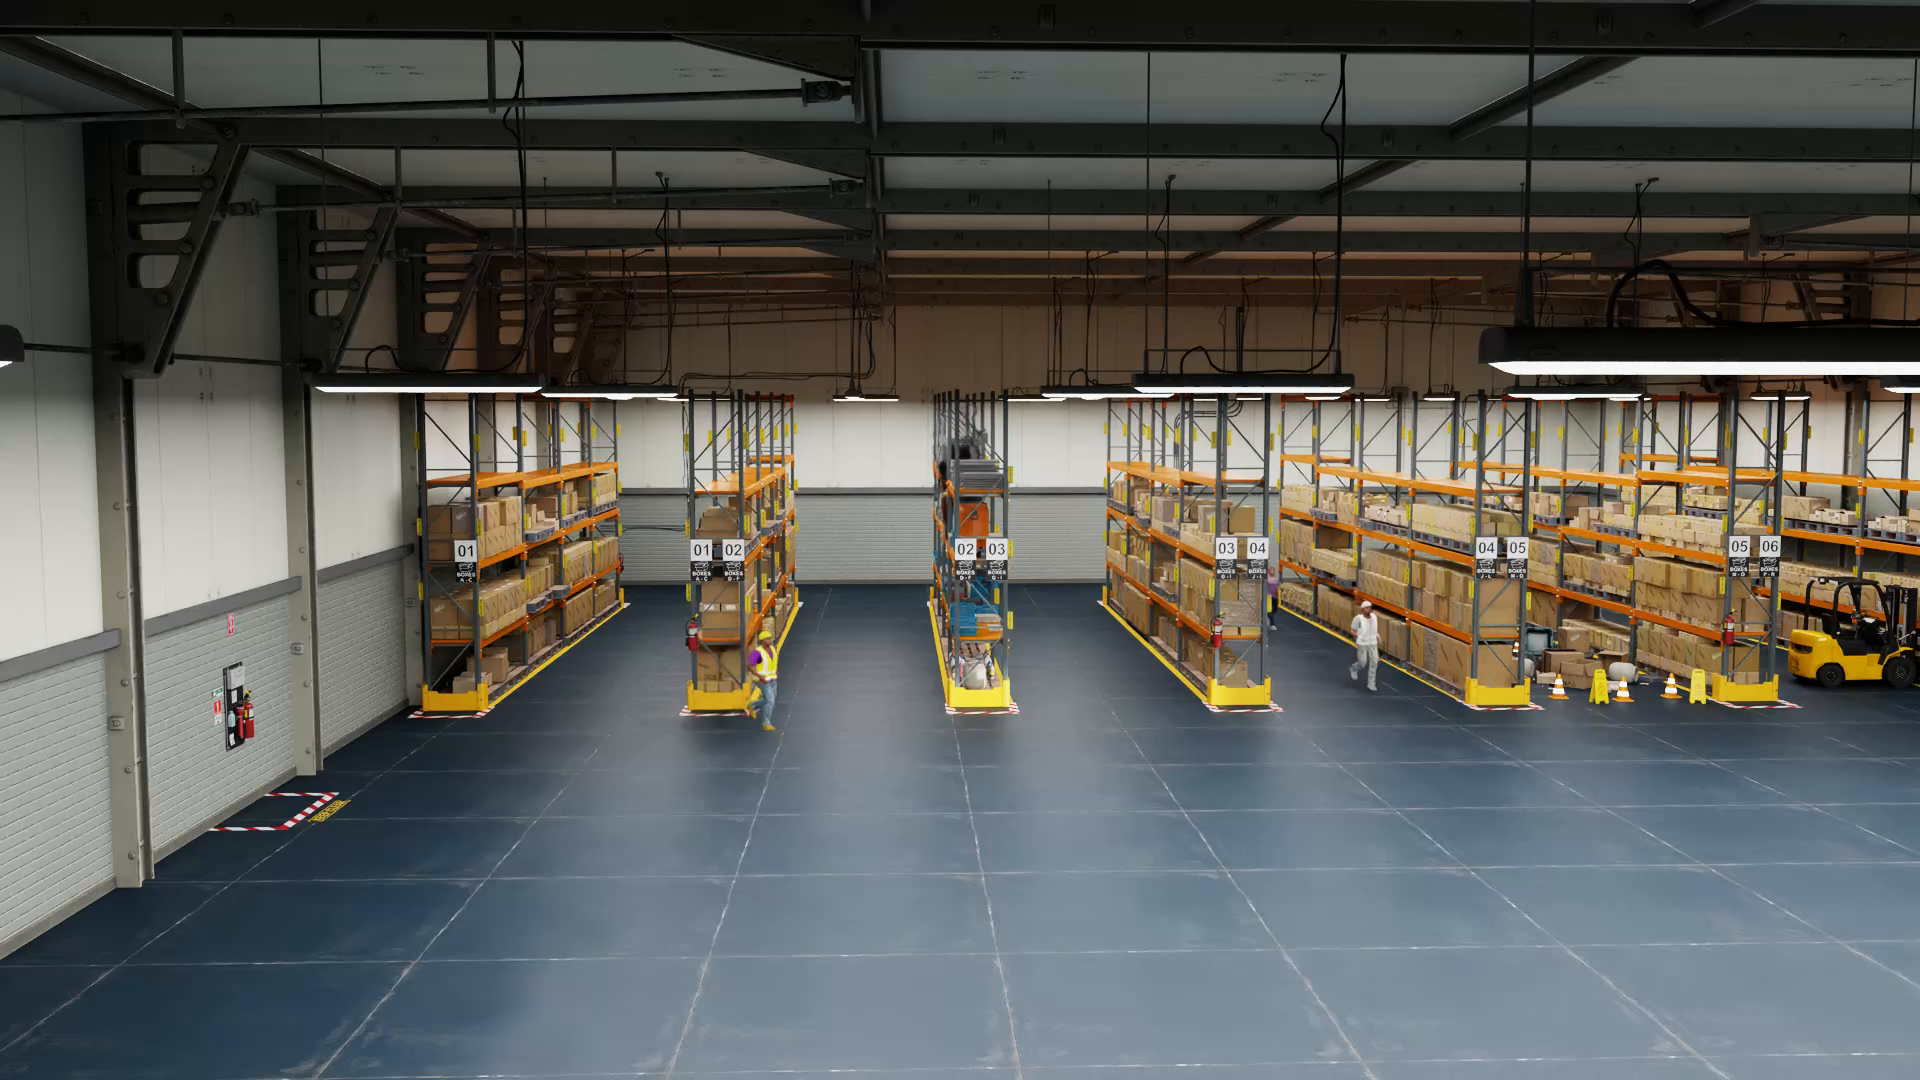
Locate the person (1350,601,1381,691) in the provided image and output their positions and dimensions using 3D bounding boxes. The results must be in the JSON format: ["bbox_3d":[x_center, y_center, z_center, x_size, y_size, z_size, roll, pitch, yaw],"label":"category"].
[{"bbox_3d":[8.183,2.114,33.553,0.672,1.781,0.914,-1,5,-15],"label":"person"}]

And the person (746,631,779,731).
[{"bbox_3d":[-3.499,2.467,29.377,0.679,1.753,0.713,3,6,34],"label":"person"}]

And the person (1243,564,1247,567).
[{"bbox_3d":[8.352,0.883,48.848,0.995,1.694,0.867,0,5,-5],"label":"person"}]

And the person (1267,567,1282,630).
[{"bbox_3d":[7.922,1.466,42.334,0.543,1.576,0.877,-1,5,-9],"label":"person"}]
